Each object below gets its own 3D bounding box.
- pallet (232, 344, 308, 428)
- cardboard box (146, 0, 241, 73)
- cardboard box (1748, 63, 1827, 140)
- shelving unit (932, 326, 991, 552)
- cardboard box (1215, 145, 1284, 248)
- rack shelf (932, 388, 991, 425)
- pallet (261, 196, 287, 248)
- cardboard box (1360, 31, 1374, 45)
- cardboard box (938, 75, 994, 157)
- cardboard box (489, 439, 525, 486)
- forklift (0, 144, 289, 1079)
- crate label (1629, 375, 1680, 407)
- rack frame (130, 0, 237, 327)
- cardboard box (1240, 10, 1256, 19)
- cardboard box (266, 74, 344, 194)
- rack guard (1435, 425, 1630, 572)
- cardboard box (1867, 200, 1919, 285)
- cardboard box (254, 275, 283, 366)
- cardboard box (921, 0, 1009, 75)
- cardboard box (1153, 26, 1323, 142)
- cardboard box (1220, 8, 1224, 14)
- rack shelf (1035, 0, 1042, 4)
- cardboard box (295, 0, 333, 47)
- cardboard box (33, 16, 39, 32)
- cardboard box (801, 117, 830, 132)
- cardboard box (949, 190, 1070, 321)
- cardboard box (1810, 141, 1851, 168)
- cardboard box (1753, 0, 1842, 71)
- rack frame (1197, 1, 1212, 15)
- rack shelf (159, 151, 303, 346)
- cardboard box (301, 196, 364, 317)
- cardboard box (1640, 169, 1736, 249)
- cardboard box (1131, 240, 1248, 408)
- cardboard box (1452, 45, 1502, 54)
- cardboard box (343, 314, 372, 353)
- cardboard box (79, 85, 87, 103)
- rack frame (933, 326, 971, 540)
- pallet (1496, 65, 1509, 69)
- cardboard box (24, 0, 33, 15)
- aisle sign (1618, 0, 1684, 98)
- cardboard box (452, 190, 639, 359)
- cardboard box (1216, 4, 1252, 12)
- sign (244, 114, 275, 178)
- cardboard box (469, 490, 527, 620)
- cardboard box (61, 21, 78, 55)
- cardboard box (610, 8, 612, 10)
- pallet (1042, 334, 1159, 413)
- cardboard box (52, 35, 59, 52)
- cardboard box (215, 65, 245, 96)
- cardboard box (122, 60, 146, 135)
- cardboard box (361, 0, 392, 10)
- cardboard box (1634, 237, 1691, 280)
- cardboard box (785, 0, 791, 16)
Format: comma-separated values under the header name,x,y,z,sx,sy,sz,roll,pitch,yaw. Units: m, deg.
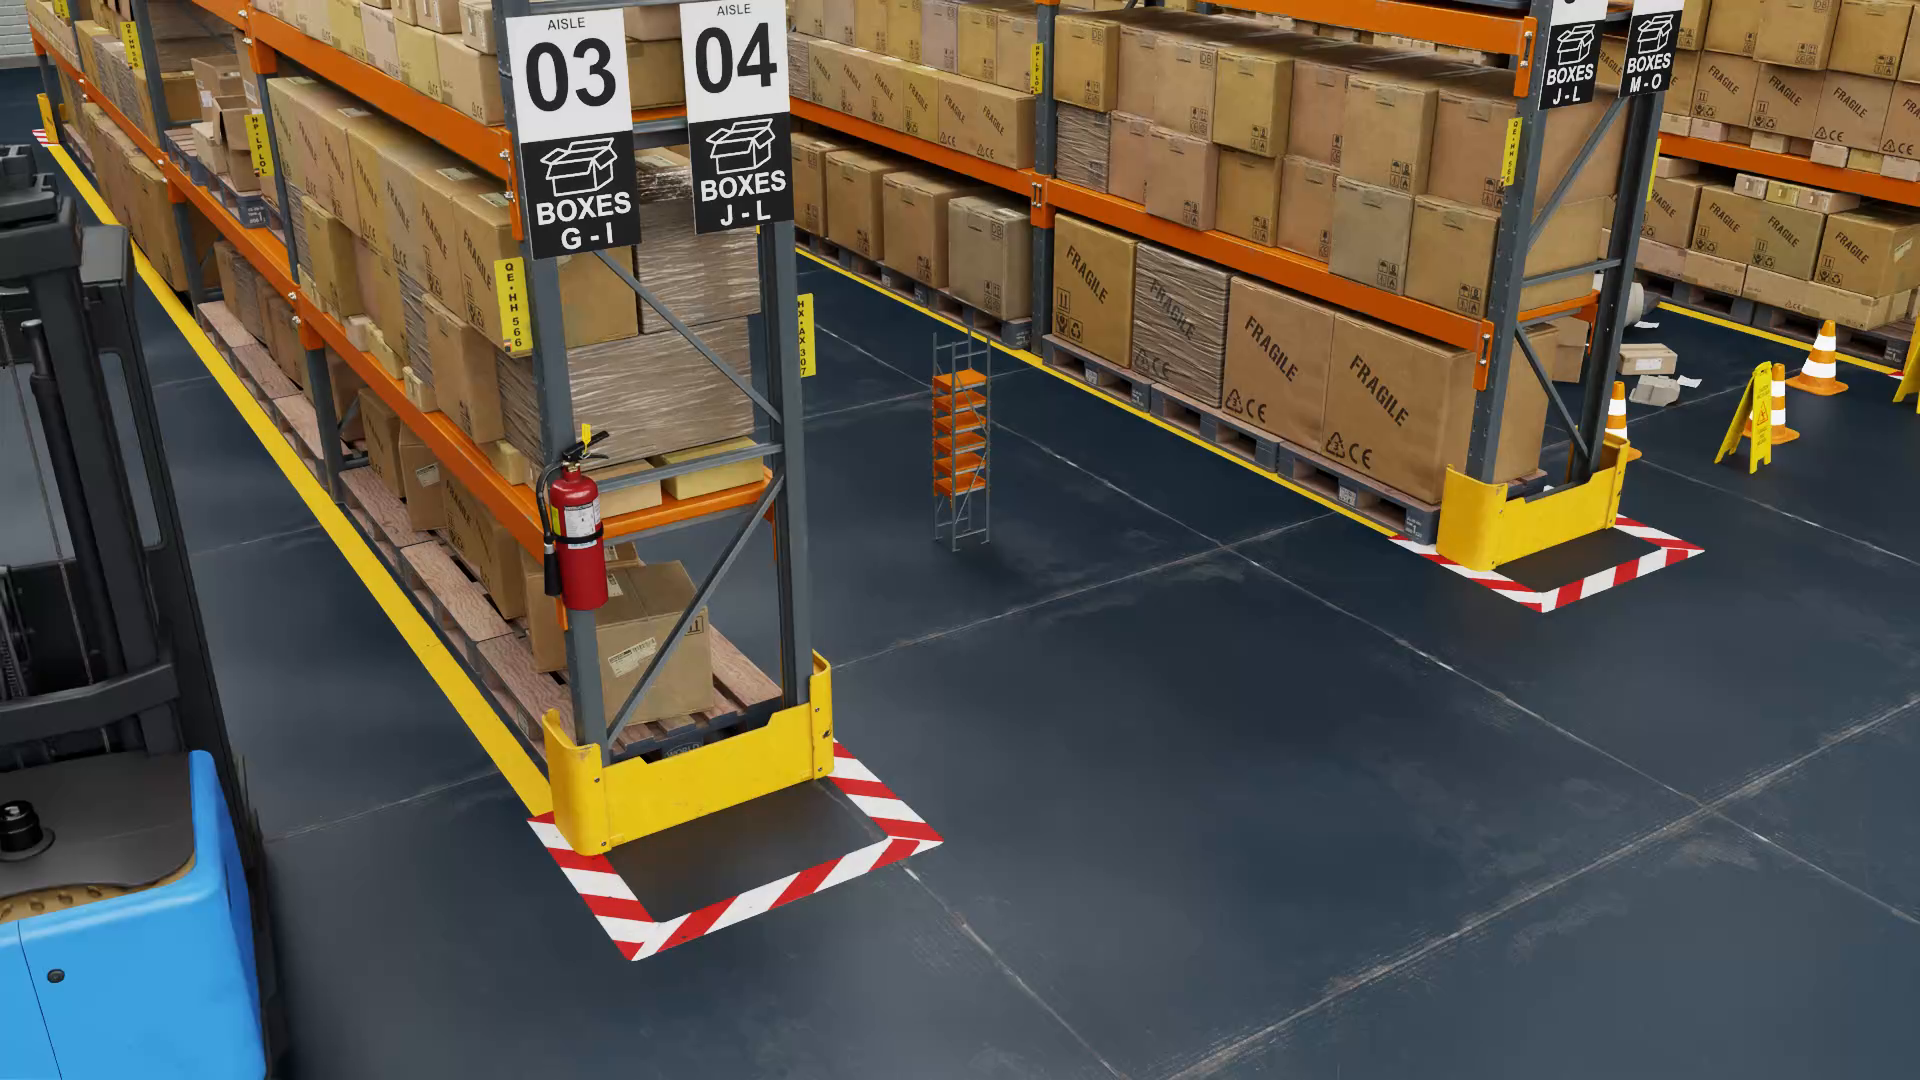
name,x,y,z,sx,sy,sz,roll,pitch,yaw
pallet,-4.339,-1.147,11.433,1.003,0.211,1.213,-16,29,-30
cardboard box,-5.812,-3.888,12.680,0.797,0.503,0.637,-14,29,-28
cardboard box,6.177,-3.242,12.138,0.500,0.500,0.500,-16,29,-30
shelving unit,0.008,-0.537,8.983,0.258,1.200,0.189,-16,29,-30
cardboard box,2.068,-2.173,10.165,0.875,0.550,0.500,-16,29,-30
rack shelf,0.008,-0.714,8.899,0.258,0.103,0.180,-16,29,-30
pallet,-3.538,-1.914,10.015,1.003,0.211,1.213,-16,29,-30
cardboard box,3.946,-4.685,15.463,0.380,0.149,0.250,-17,30,-31
cardboard box,0.184,-3.163,12.320,0.500,0.500,0.500,-16,30,-30
cardboard box,-1.703,-0.370,6.814,0.380,0.149,0.250,-16,29,-30
forklift,-3.163,0.119,5.564,1.130,2.935,3.031,-11,27,-22
crate label,4.703,-1.017,11.244,0.298,0.136,0.250,12,28,24
rack frame,-5.426,-3.124,12.354,1.000,3.000,0.127,-16,29,-30
cardboard box,3.025,-5.241,16.641,0.380,0.149,0.250,-18,30,-33
cardboard box,-3.210,-2.105,8.559,0.500,0.500,0.500,-16,29,-30
rack guard,3.165,-0.243,9.180,1.175,0.500,0.348,-16,29,-30
cardboard box,7.022,-2.219,12.287,0.500,0.500,0.500,-17,30,-31
cardboard box,-4.415,-1.561,11.456,0.700,0.500,0.500,-13,28,-25
cardboard box,0.134,-3.851,12.606,0.700,0.500,0.500,-15,29,-29
cardboard box,1.718,-2.834,10.300,0.875,0.550,0.550,-16,29,-30
cardboard box,2.821,-5.599,17.773,0.500,0.250,0.500,-16,30,-30
rack shelf,-0.123,-4.560,12.724,1.077,0.370,4.000,-16,29,-30
cardboard box,-2.656,-2.393,7.467,0.500,0.250,0.500,-17,30,-32
cardboard box,-9.595,-5.485,17.650,0.380,0.149,0.250,-16,30,-31
cardboard box,-1.389,-3.945,15.652,0.500,0.250,0.500,-17,30,-32
cardboard box,0.554,-2.187,12.512,1.050,0.750,0.750,-16,29,-30
cardboard box,6.342,-2.789,11.938,0.380,0.149,0.250,-15,29,-29
cardboard box,6.148,-3.677,11.889,0.700,0.500,0.500,-16,30,-30
rack frame,2.877,-5.434,17.246,1.000,3.000,0.127,-16,29,-30
rack shelf,-4.334,-2.083,10.992,1.077,0.370,4.000,-16,29,-30
cardboard box,-2.805,-1.511,8.471,0.875,0.500,0.500,-16,29,-30
cardboard box,5.740,-2.640,13.179,0.500,0.500,0.500,-14,29,-27
cardboard box,1.748,-1.479,10.867,0.875,0.875,0.875,-15,29,-29
cardboard box,4.616,-4.484,14.278,0.500,0.500,0.500,-16,30,-31
cardboard box,-2.846,-1.071,8.299,0.380,0.149,0.250,-16,29,-30
cardboard box,-8.394,-4.360,16.970,0.875,0.875,0.875,-16,29,-30
rack frame,-0.042,-0.570,9.052,0.240,1.200,0.006,-16,29,-30
pallet,4.765,-4.223,14.907,1.003,0.211,1.213,-16,29,-30
cardboard box,-9.758,-5.818,17.887,0.500,0.250,0.500,-16,30,-31
aisle sign,3.442,-2.603,8.204,0.394,0.787,0.004,-16,29,-30
cardboard box,-1.566,-1.034,6.289,0.500,0.500,0.500,-16,29,-30
cardboard box,2.929,-5.588,16.616,0.500,0.500,0.500,-16,30,-31
sign,-3.706,-2.086,8.799,0.100,0.325,0.005,-16,29,-30
cardboard box,-2.067,0.016,8.138,0.500,0.500,0.500,-13,28,-25
cardboard box,-8.071,-4.718,15.558,0.500,0.250,0.500,-16,30,-31
cardboard box,-1.076,-1.999,6.166,0.380,0.149,0.250,-15,29,-28
pallet,1.318,-1.262,11.676,1.003,0.211,1.213,-16,29,-30
cardboard box,-8.753,-4.933,16.481,0.380,0.149,0.250,-16,30,-30
cardboard box,-4.709,-2.999,11.480,0.700,0.500,0.500,-11,27,-22
cardboard box,-6.170,-3.468,12.965,0.500,0.500,0.500,-16,30,-30
cardboard box,-2.176,-2.225,6.645,0.380,0.149,0.250,-17,30,-32
cardboard box,5.749,-2.298,13.333,0.500,0.250,0.500,-16,30,-30
cardboard box,-1.454,-4.895,15.211,0.380,0.149,0.250,-16,30,-31
